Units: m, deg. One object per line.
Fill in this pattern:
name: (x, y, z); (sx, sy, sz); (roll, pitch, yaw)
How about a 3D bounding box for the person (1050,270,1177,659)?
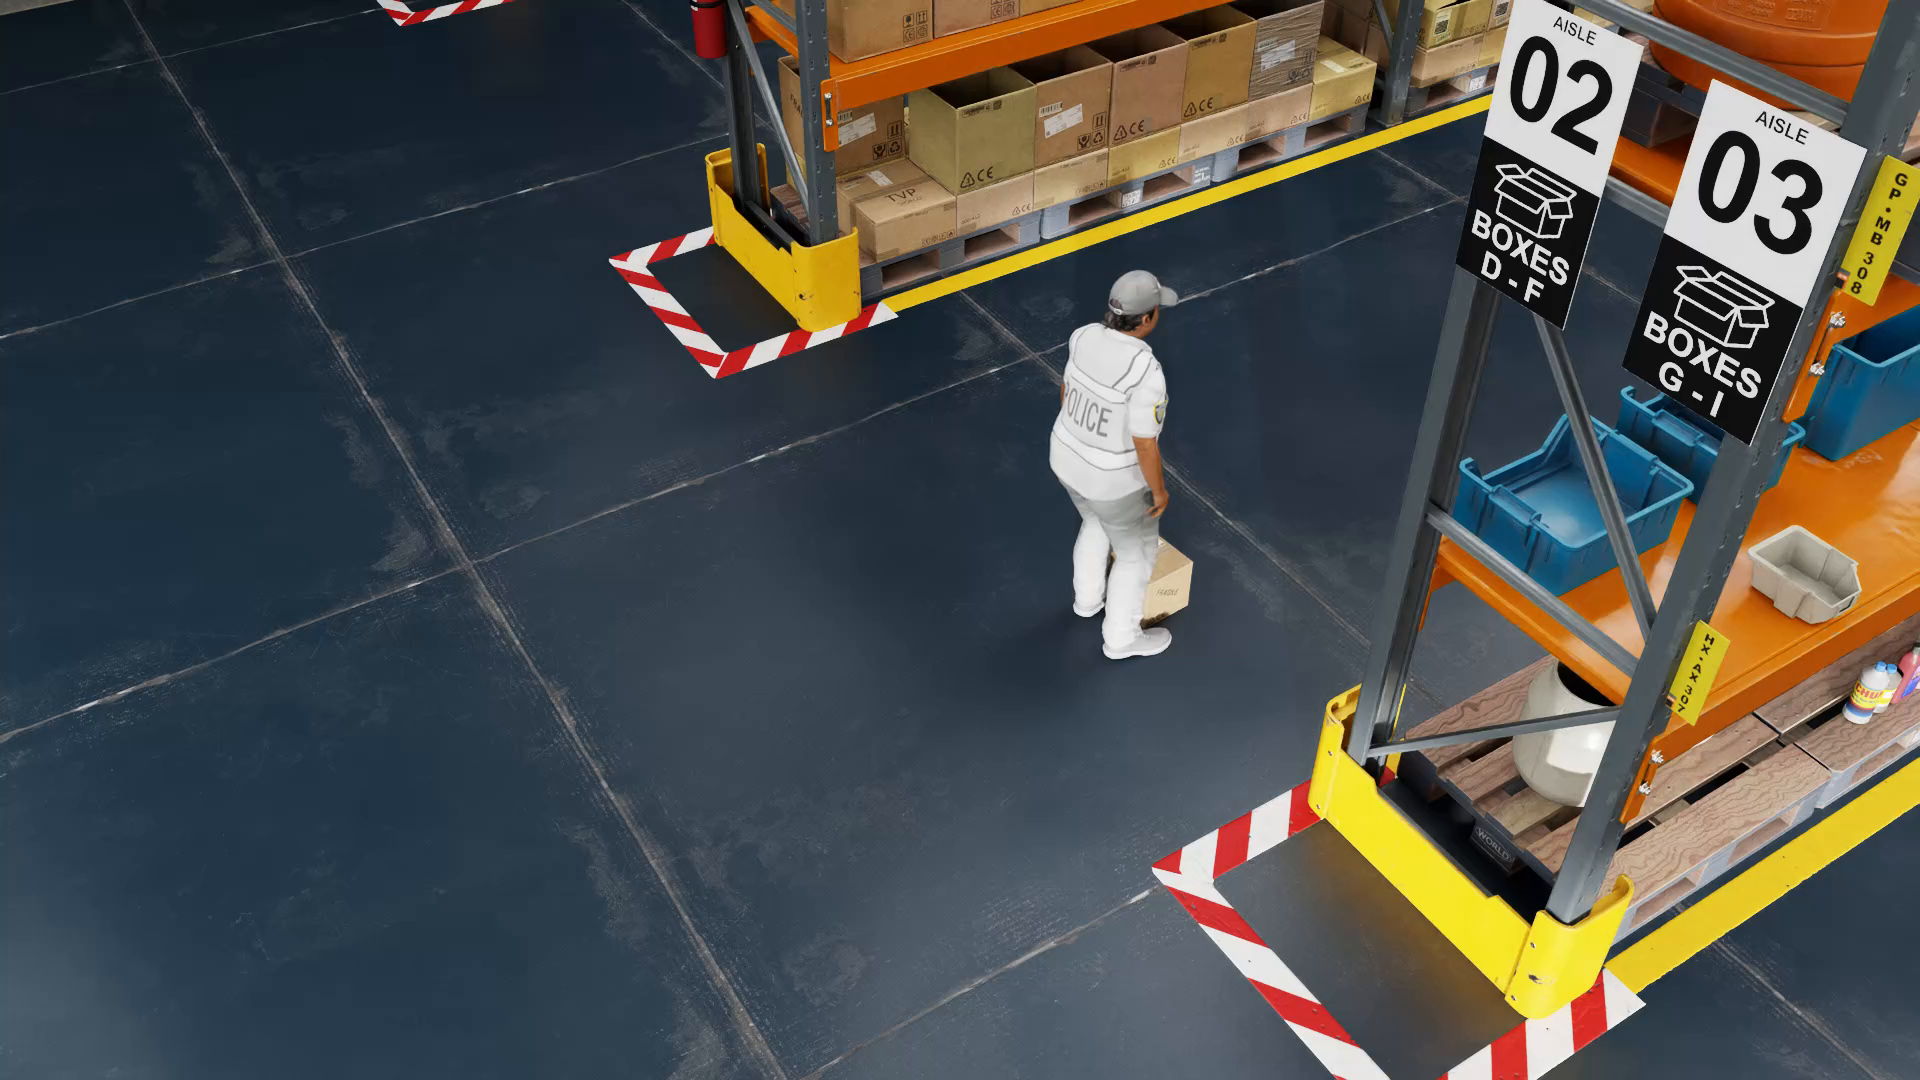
person: (0.615, -0.287, 6.482); (0.463, 1.667, 0.563); (-25, 47, -26)
